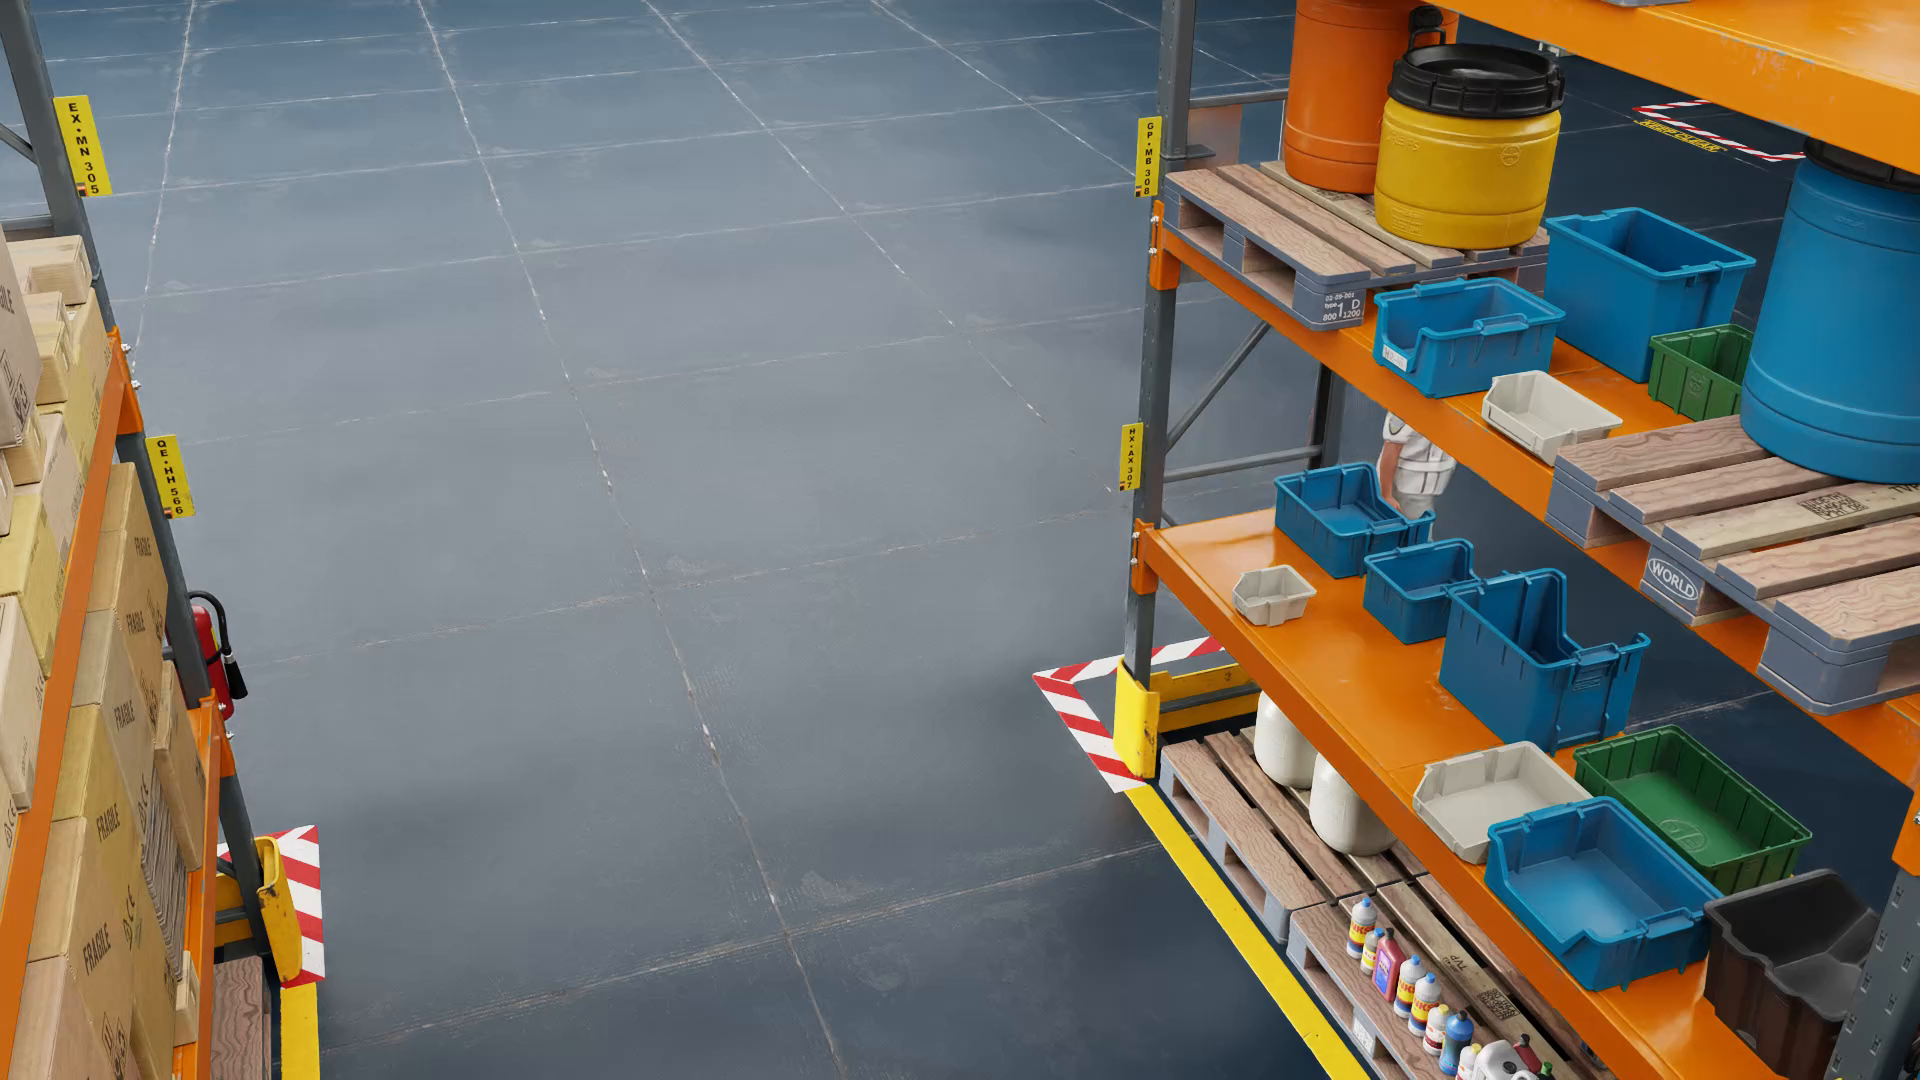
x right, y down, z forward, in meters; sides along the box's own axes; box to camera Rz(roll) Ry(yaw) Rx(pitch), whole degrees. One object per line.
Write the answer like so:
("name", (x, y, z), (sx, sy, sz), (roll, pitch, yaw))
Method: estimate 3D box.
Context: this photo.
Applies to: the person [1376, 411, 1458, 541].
("person", (2.498, -0.287, 8.838), (0.562, 1.760, 0.593), (17, 34, 27))
